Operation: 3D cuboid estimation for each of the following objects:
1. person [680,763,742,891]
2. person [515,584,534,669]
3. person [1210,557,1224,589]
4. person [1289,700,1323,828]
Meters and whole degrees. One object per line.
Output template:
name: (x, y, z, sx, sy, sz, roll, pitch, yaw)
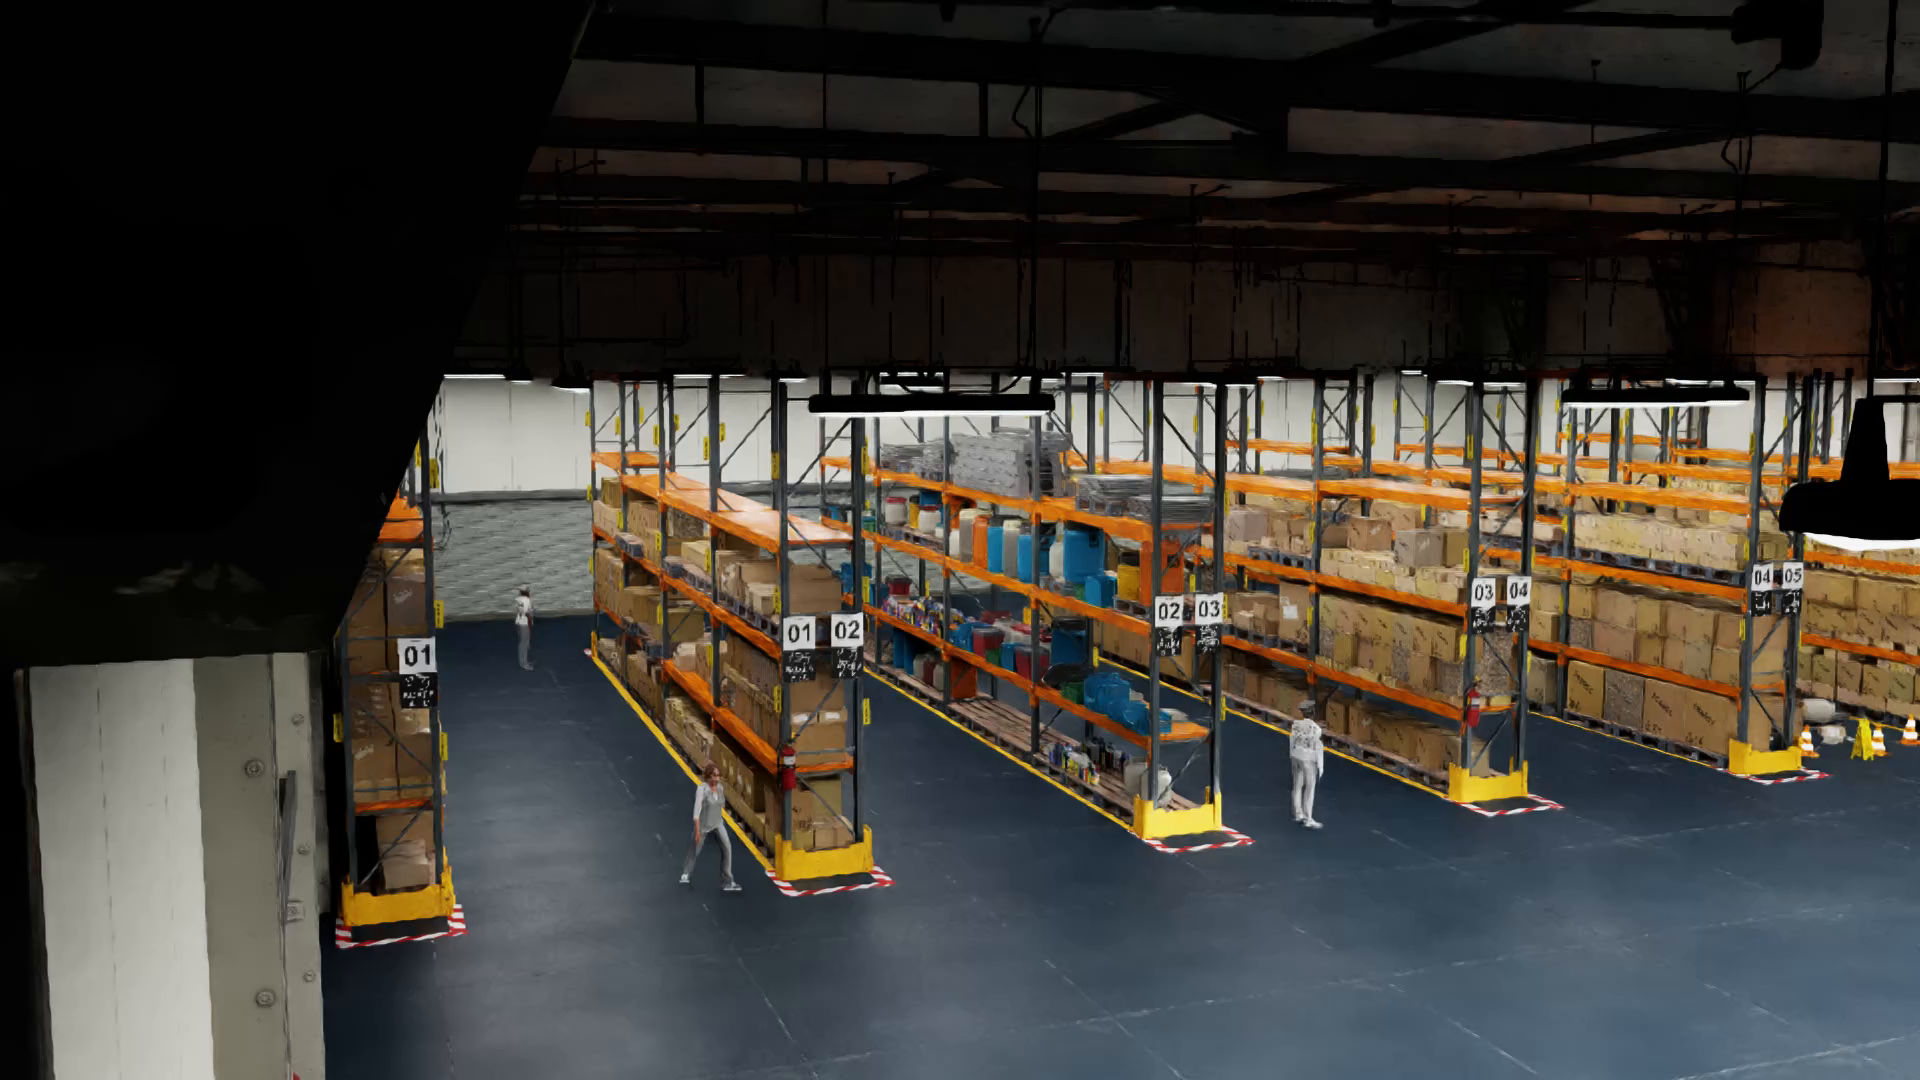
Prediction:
person: (-2.979, 3.373, 19.666, 0.452, 1.533, 0.882, -6, 9, -42)
person: (-8.793, 1.737, 33.645, 0.346, 1.682, 0.540, -5, 8, -35)
person: (5.829, 1.181, 38.277, 0.562, 1.754, 0.623, 1, 6, 7)
person: (4.674, 2.991, 22.367, 0.434, 1.684, 0.552, -6, 9, -44)
